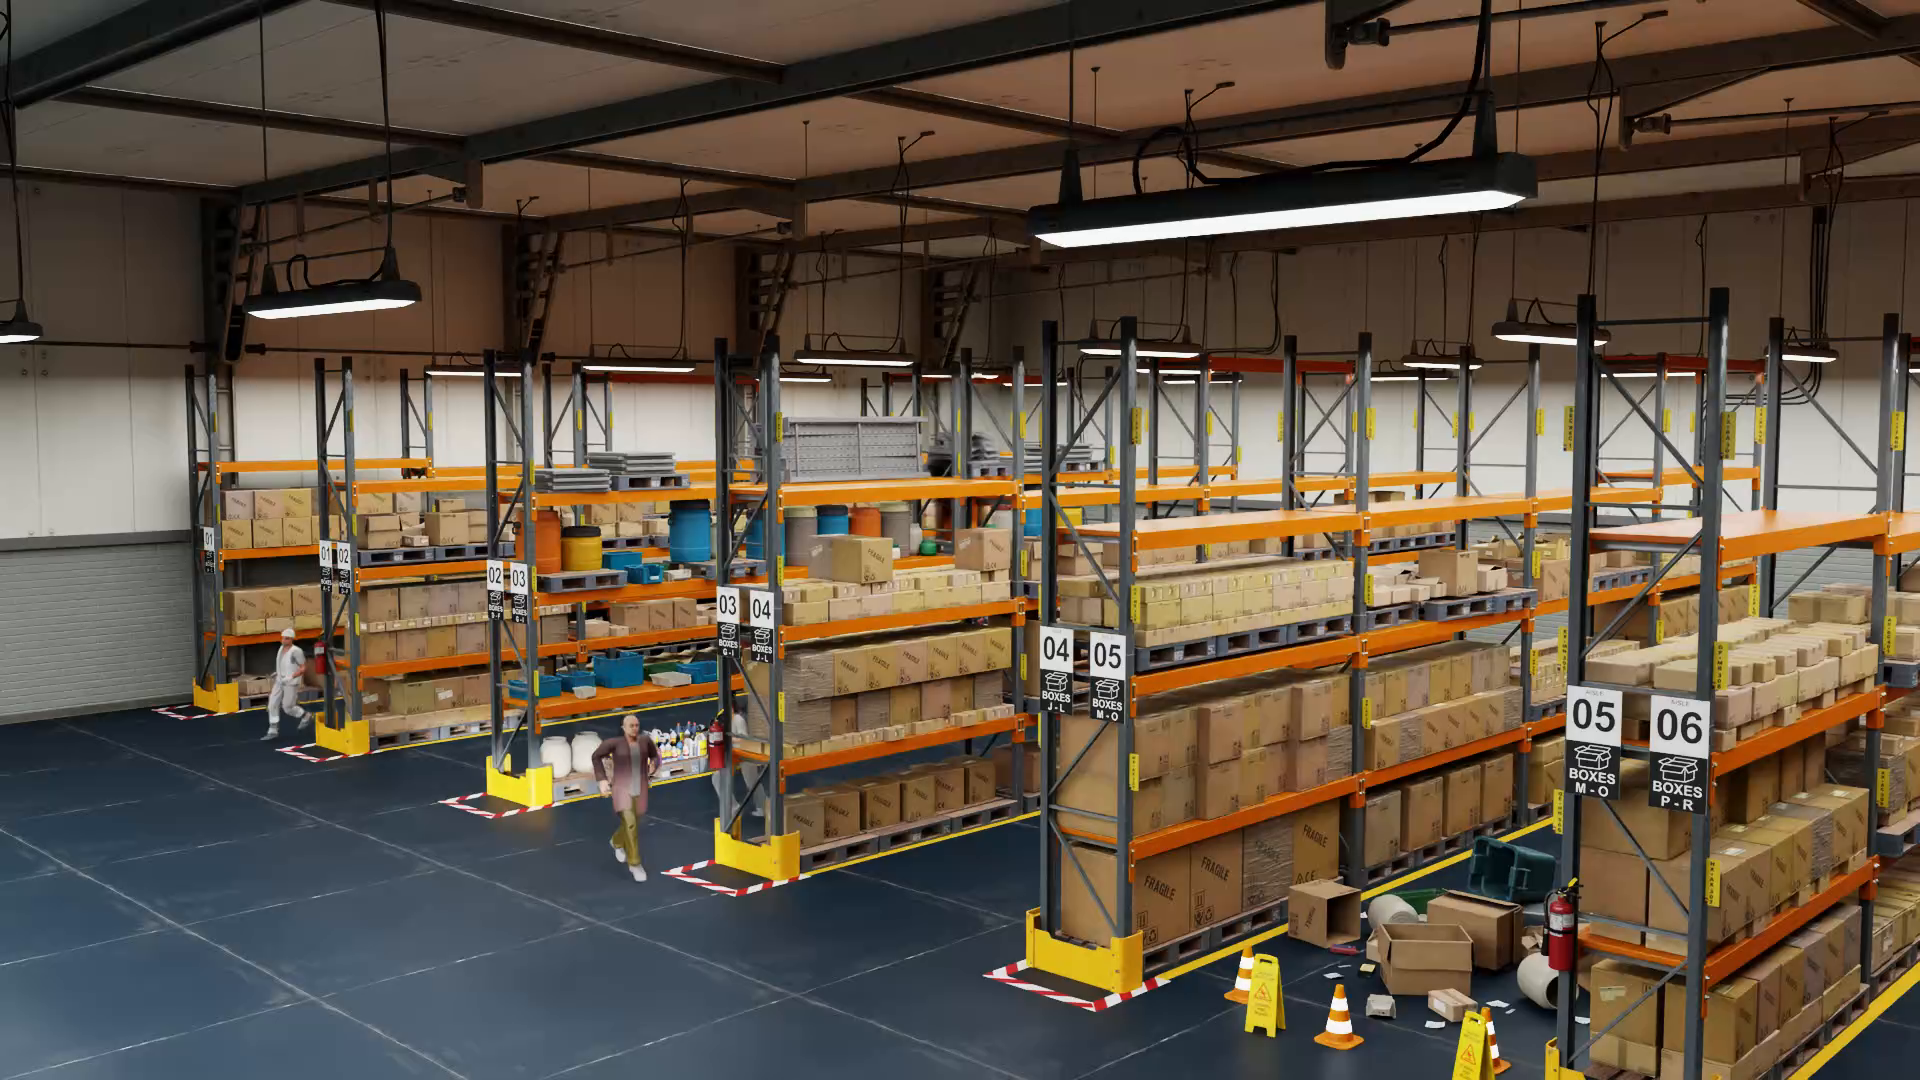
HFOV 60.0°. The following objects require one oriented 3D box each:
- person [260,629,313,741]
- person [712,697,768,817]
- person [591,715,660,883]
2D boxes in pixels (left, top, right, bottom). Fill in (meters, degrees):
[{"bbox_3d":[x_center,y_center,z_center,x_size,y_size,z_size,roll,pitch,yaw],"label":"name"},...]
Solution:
[{"bbox_3d":[-10.613,2.275,26.329,0.711,1.764,0.875,3,5,30],"label":"person"},{"bbox_3d":[-2.733,2.746,20.861,0.558,1.626,0.892,4,6,44],"label":"person"},{"bbox_3d":[-3.719,2.847,18.701,0.739,1.797,1.031,-3,5,-37],"label":"person"}]
